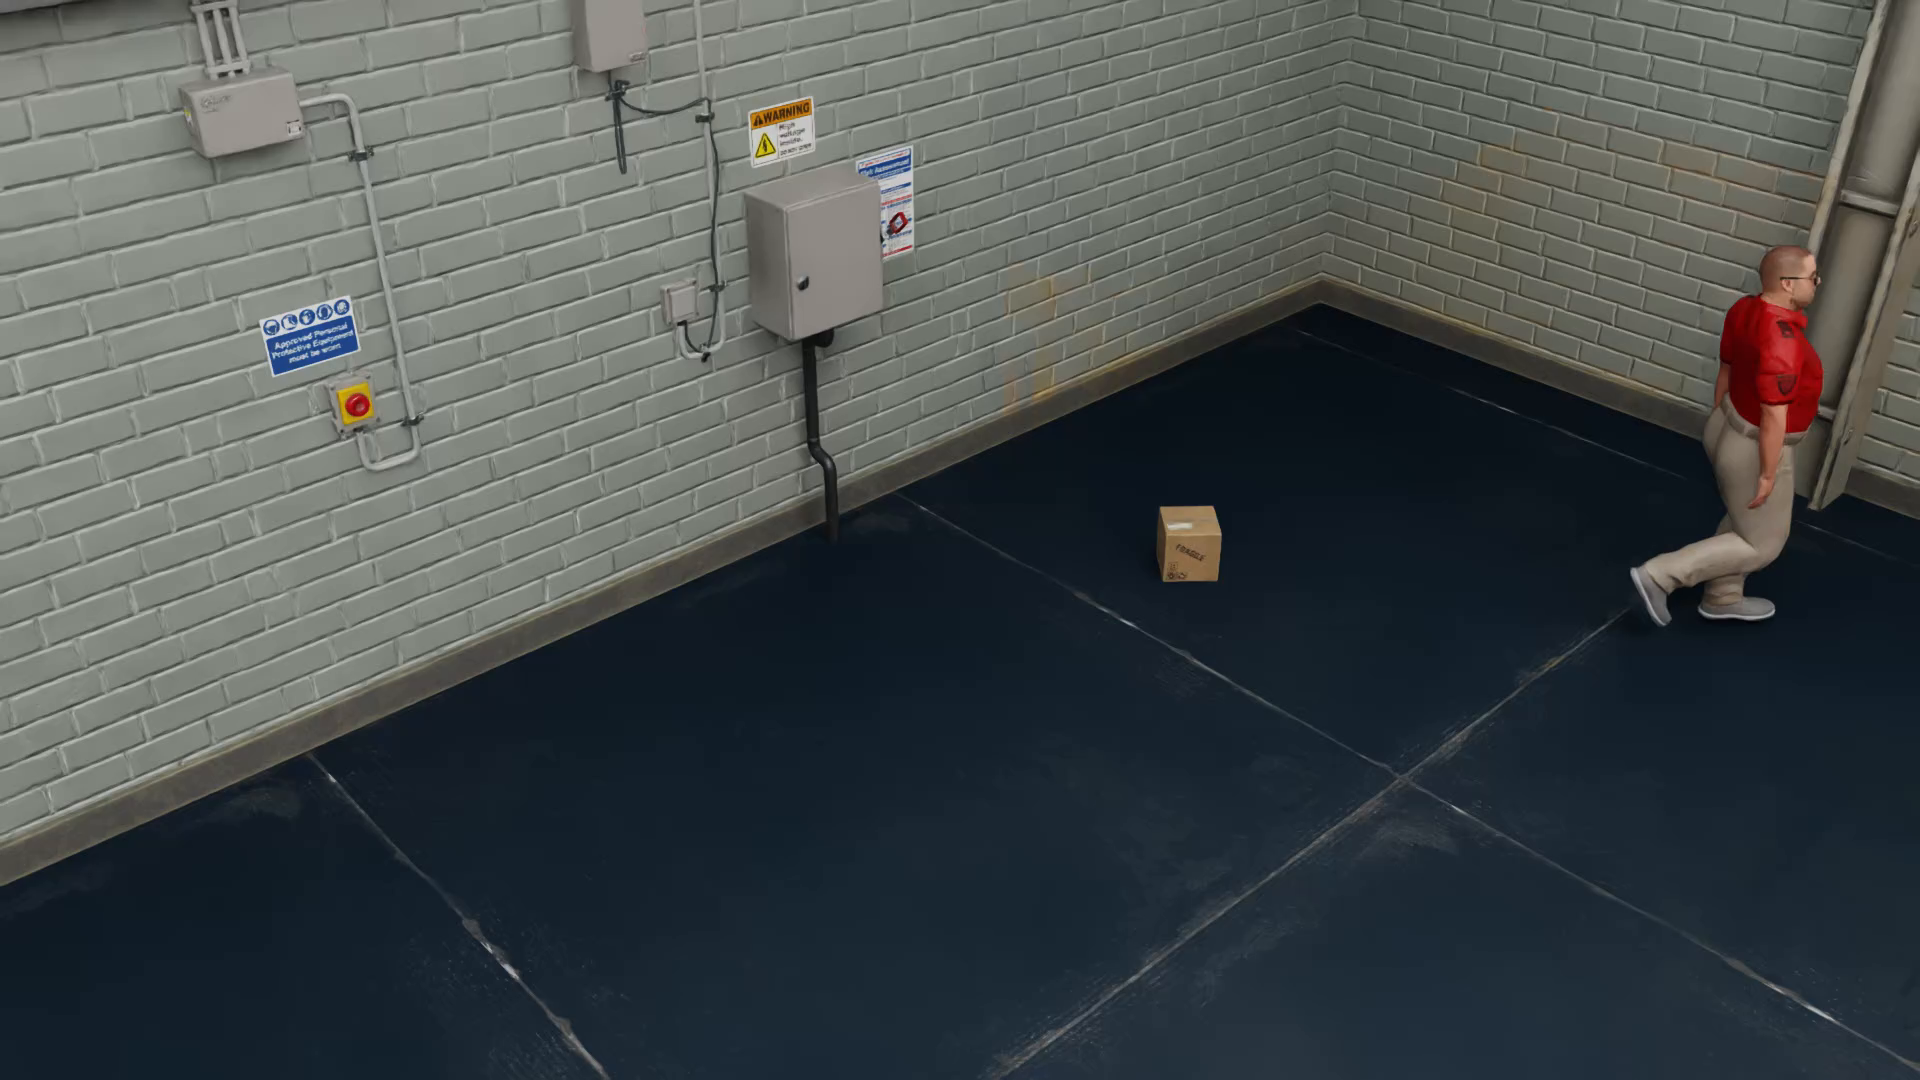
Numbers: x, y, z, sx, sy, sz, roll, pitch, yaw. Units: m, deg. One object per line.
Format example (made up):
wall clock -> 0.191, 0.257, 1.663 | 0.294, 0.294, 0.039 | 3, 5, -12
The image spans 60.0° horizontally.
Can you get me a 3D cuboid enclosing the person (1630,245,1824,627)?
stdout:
person -> 3.168, -0.372, 6.729 | 0.717, 1.700, 0.541 | 2, 32, 3
